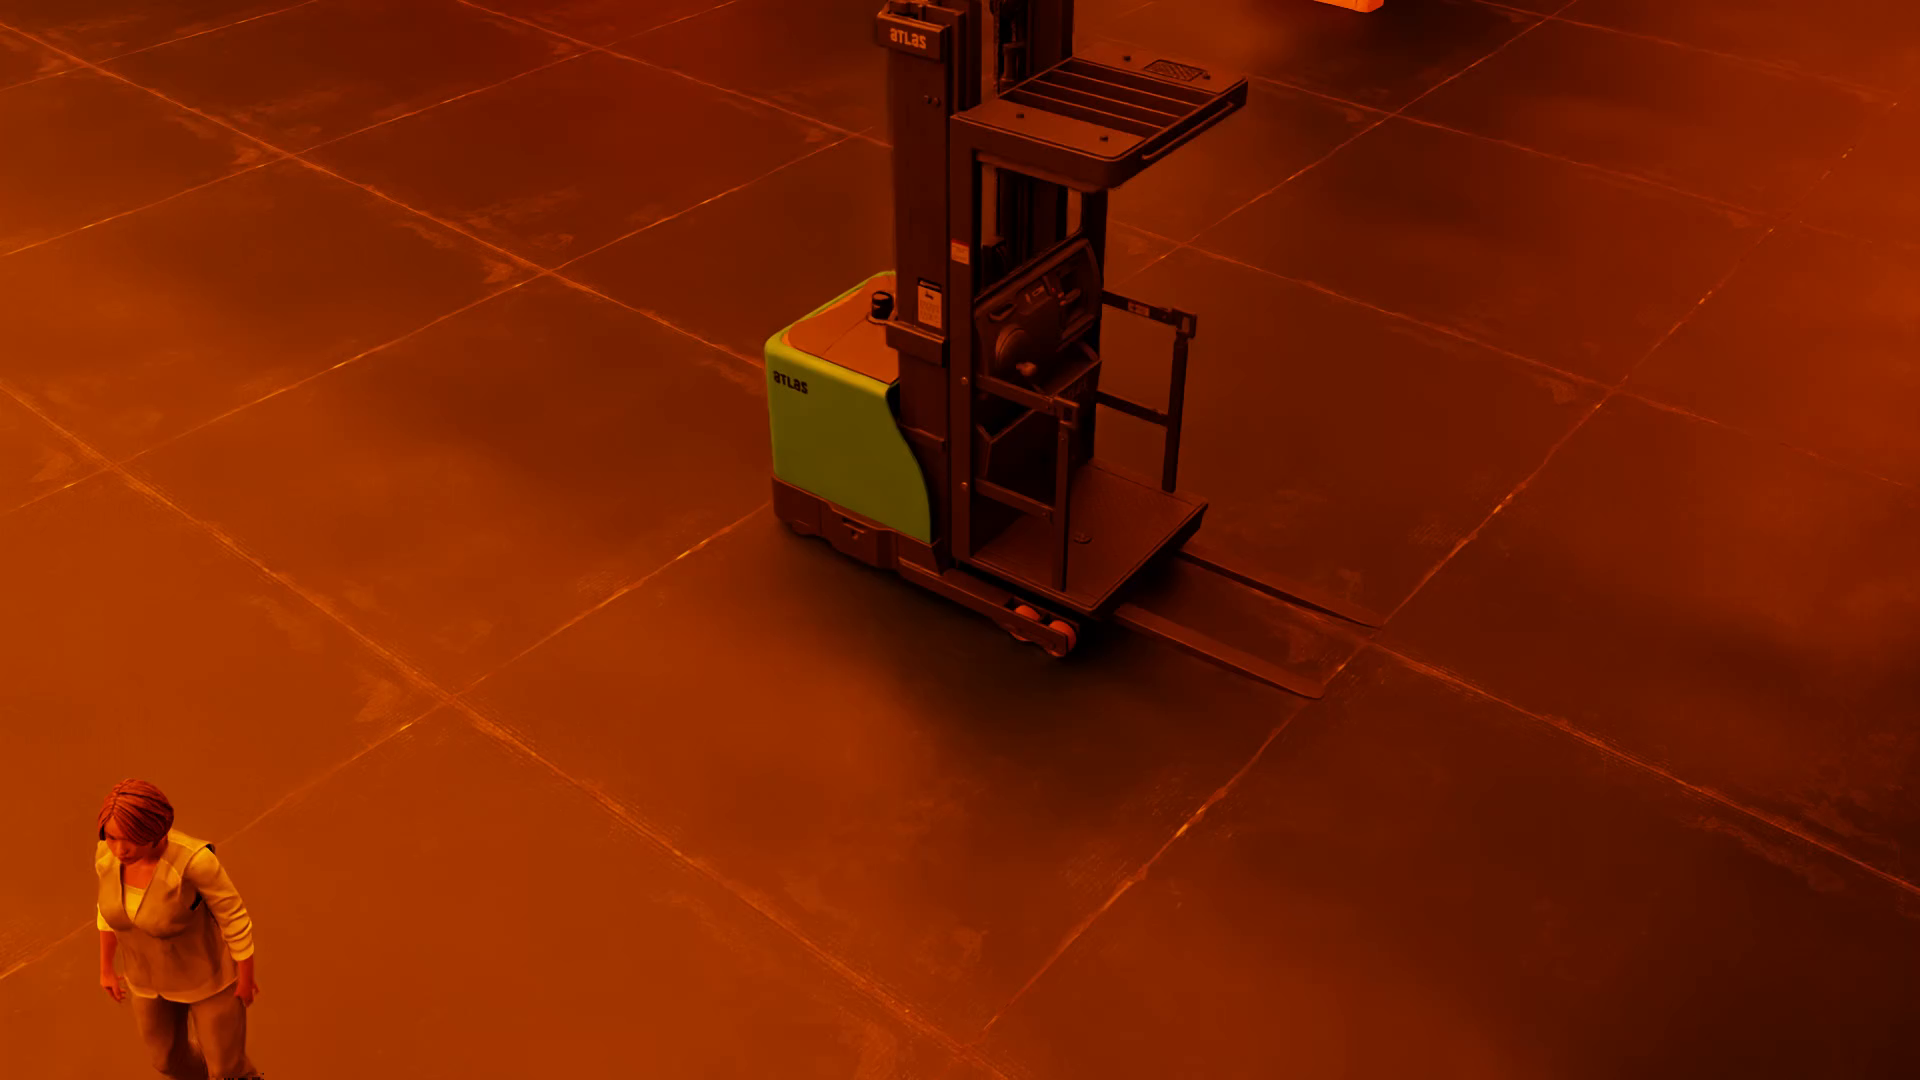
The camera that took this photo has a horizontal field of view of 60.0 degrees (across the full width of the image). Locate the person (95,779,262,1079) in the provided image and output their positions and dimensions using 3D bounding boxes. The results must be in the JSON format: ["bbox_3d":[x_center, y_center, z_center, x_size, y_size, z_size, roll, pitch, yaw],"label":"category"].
[{"bbox_3d":[-2.458,1.414,5.221,0.494,1.617,0.410,6,36,8],"label":"person"}]

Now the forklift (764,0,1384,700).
[{"bbox_3d":[0.526,-0.998,7.389,3.031,2.935,1.130,23,42,28],"label":"forklift"}]
